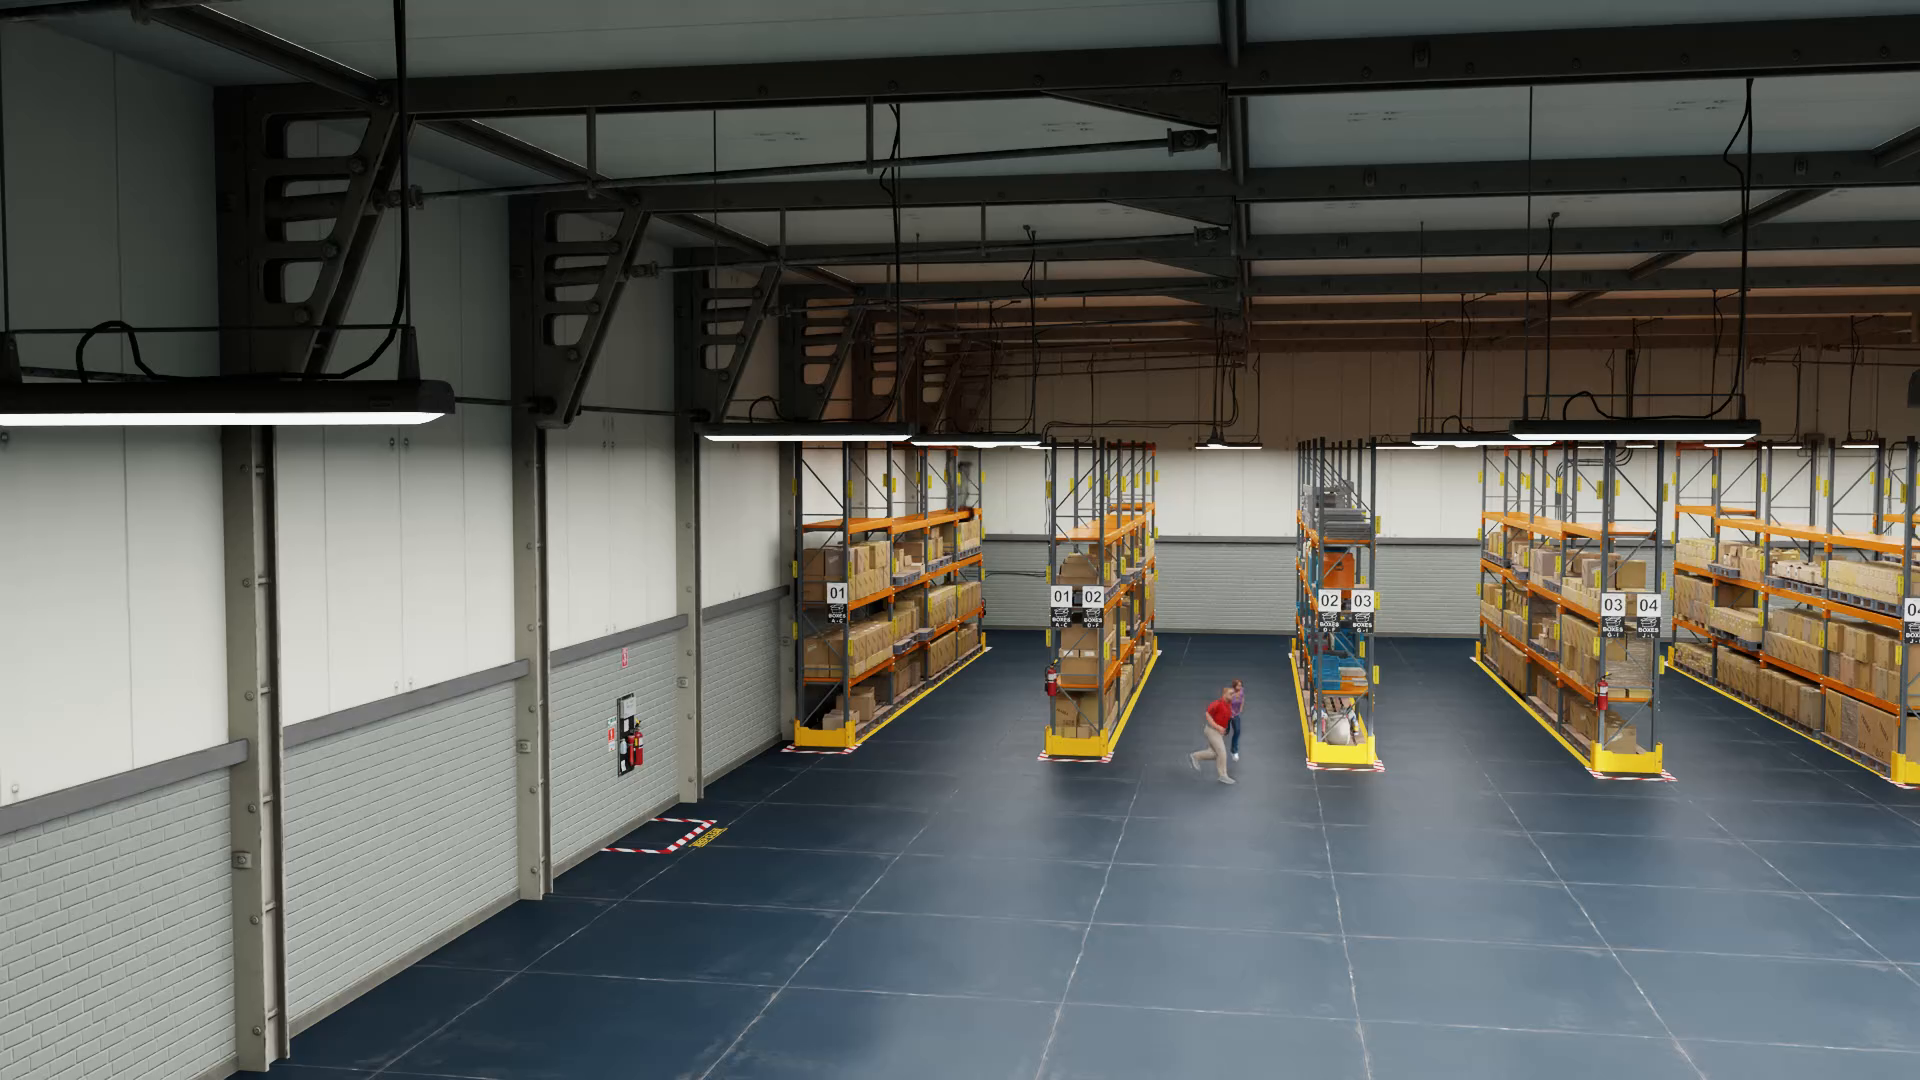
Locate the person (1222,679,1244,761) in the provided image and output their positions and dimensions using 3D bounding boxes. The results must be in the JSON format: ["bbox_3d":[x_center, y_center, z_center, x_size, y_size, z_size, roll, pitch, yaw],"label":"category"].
[{"bbox_3d":[5.024,3.382,31.212,0.551,1.435,0.912,-1,3,-24],"label":"person"}]

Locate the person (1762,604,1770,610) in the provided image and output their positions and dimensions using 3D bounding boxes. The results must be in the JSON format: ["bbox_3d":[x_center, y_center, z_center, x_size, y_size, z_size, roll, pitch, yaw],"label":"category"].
[{"bbox_3d":[21.126,2.530,43.639,0.660,1.777,0.808,1,3,11],"label":"person"}]

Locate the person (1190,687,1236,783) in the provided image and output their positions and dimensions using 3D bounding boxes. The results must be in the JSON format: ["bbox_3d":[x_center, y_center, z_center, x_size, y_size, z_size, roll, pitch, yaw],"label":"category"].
[{"bbox_3d":[4.381,3.369,28.968,0.911,1.685,0.648,3,4,41],"label":"person"}]
